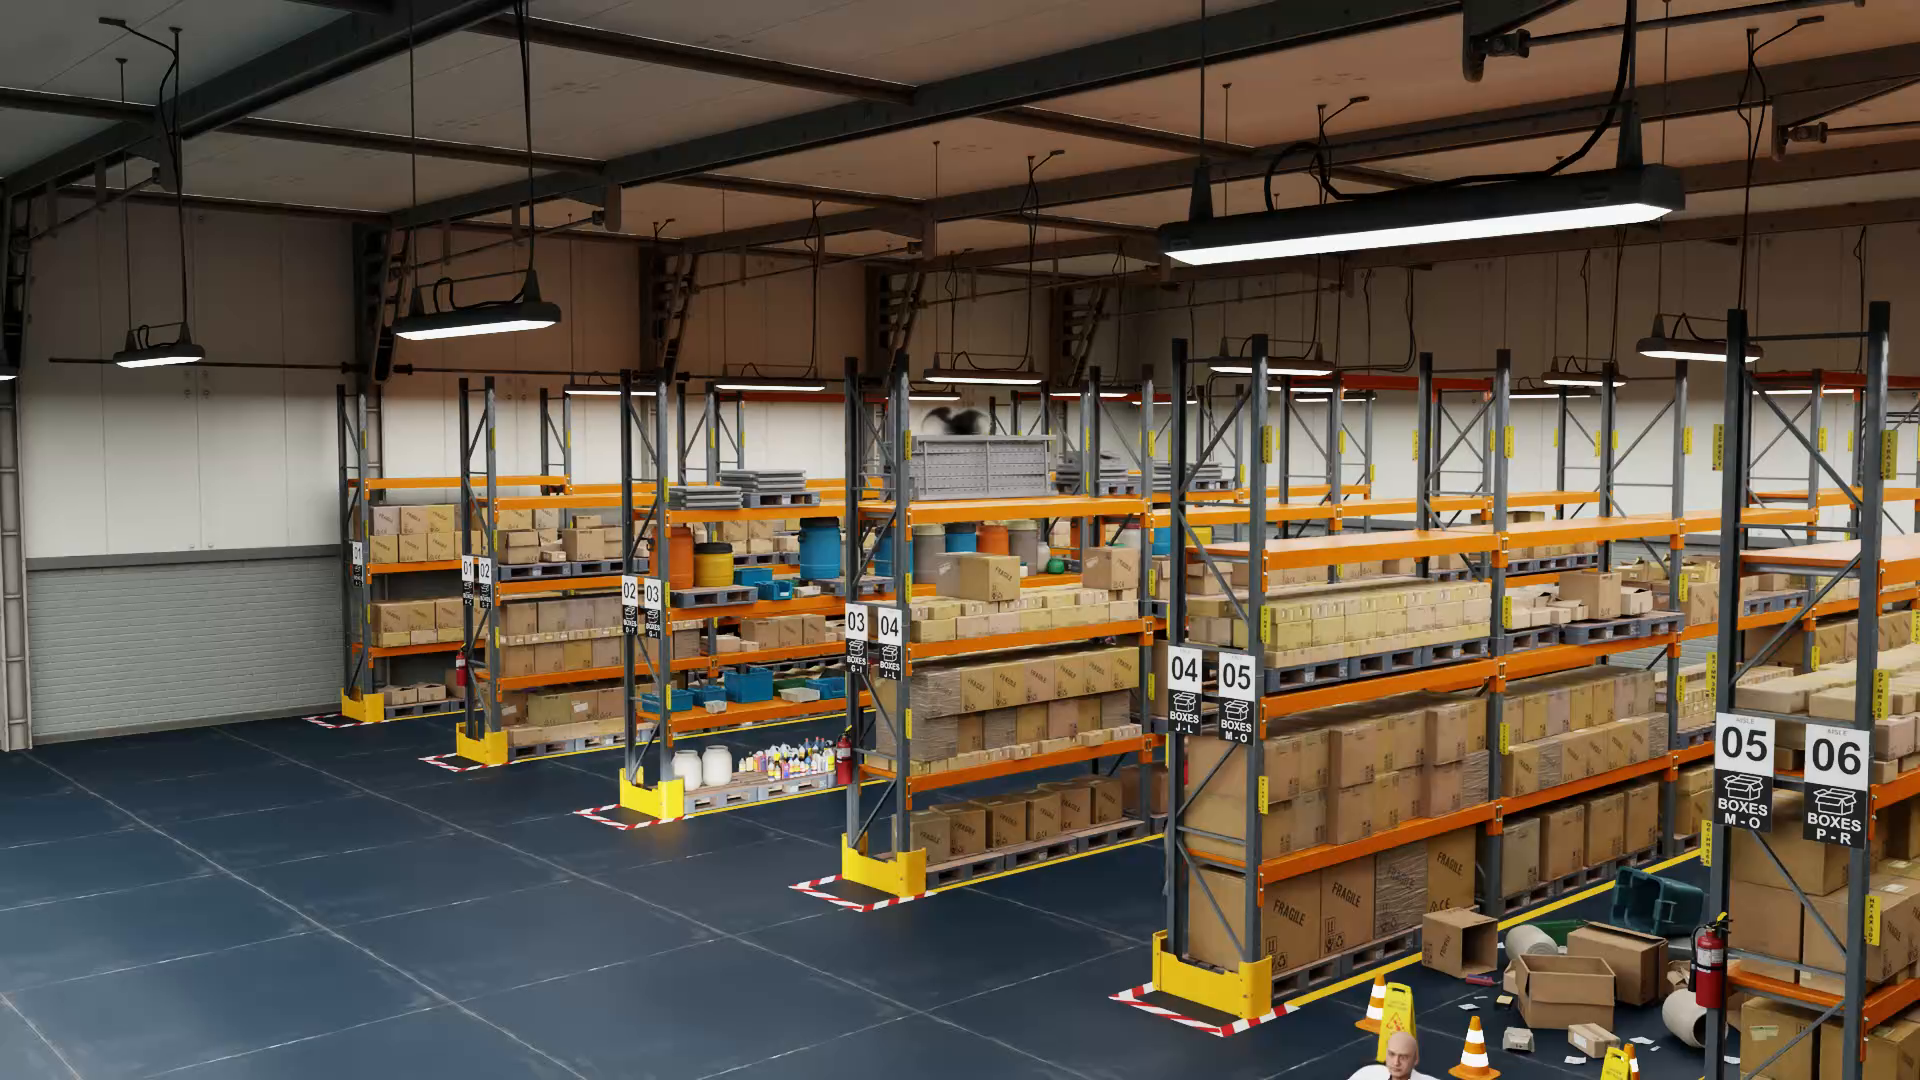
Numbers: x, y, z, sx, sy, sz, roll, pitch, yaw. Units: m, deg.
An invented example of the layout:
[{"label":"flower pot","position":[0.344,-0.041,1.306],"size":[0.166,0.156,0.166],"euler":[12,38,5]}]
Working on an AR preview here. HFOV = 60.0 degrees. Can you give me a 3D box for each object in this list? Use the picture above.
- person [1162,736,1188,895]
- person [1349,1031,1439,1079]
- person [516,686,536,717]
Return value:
[{"label":"person","position":[2.635,3.093,18.838],"size":[0.613,1.796,0.997],"euler":[3,5,34]},{"label":"person","position":[2.481,3.686,9.595],"size":[0.922,1.782,0.791],"euler":[2,4,27]},{"label":"person","position":[-7.498,2.589,28.306],"size":[0.566,1.432,0.830],"euler":[2,4,32]}]
